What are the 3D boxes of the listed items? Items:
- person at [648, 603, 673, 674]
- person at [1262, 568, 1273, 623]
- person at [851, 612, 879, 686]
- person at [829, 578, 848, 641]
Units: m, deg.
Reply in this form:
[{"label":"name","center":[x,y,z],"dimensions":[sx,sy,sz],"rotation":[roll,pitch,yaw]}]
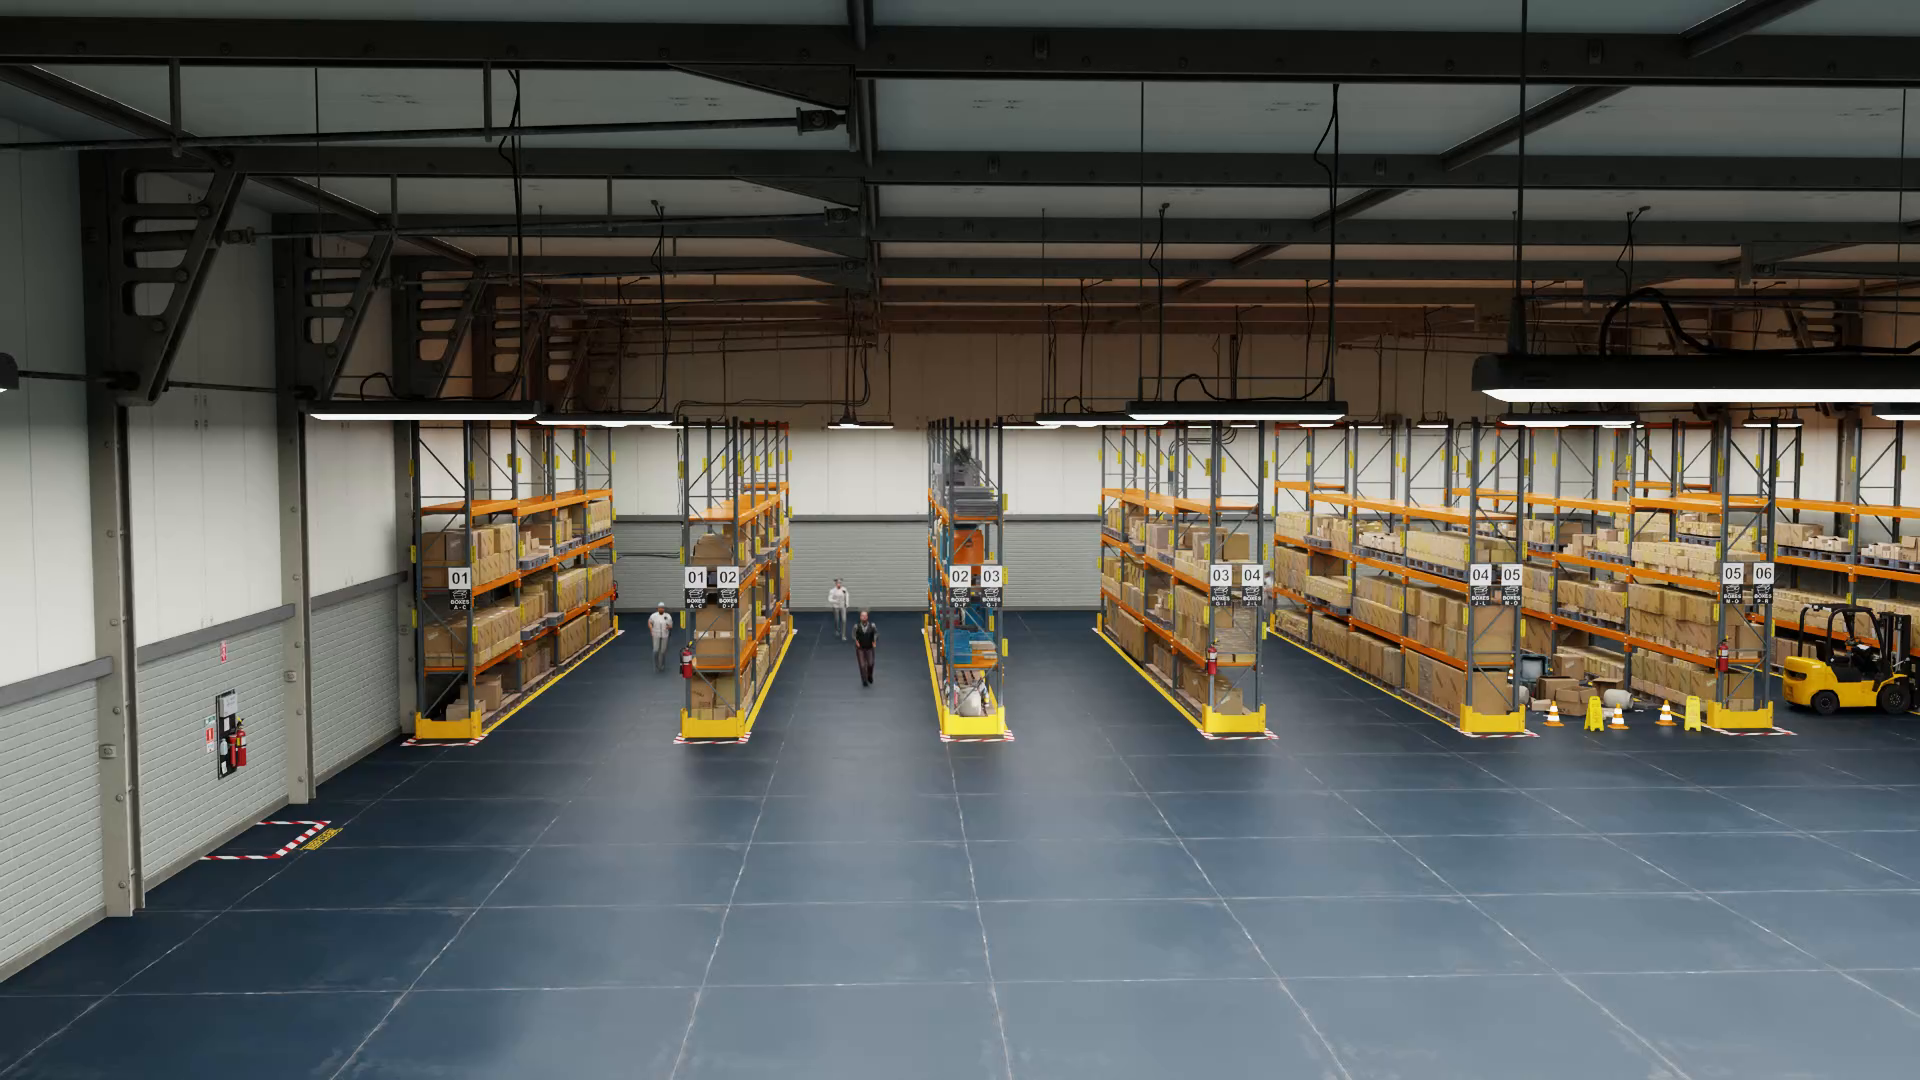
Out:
[{"label":"person","center":[-7.105,2.332,39.497],"dimensions":[0.579,1.695,0.701],"rotation":[-1,4,-13]},{"label":"person","center":[9.112,1.697,49.098],"dimensions":[0.667,1.752,0.813],"rotation":[0,4,-7]},{"label":"person","center":[-2.120,2.447,37.238],"dimensions":[0.635,1.673,0.564],"rotation":[0,4,-4]},{"label":"person","center":[-3.349,1.895,45.964],"dimensions":[0.585,1.724,0.891],"rotation":[-1,4,-13]}]
